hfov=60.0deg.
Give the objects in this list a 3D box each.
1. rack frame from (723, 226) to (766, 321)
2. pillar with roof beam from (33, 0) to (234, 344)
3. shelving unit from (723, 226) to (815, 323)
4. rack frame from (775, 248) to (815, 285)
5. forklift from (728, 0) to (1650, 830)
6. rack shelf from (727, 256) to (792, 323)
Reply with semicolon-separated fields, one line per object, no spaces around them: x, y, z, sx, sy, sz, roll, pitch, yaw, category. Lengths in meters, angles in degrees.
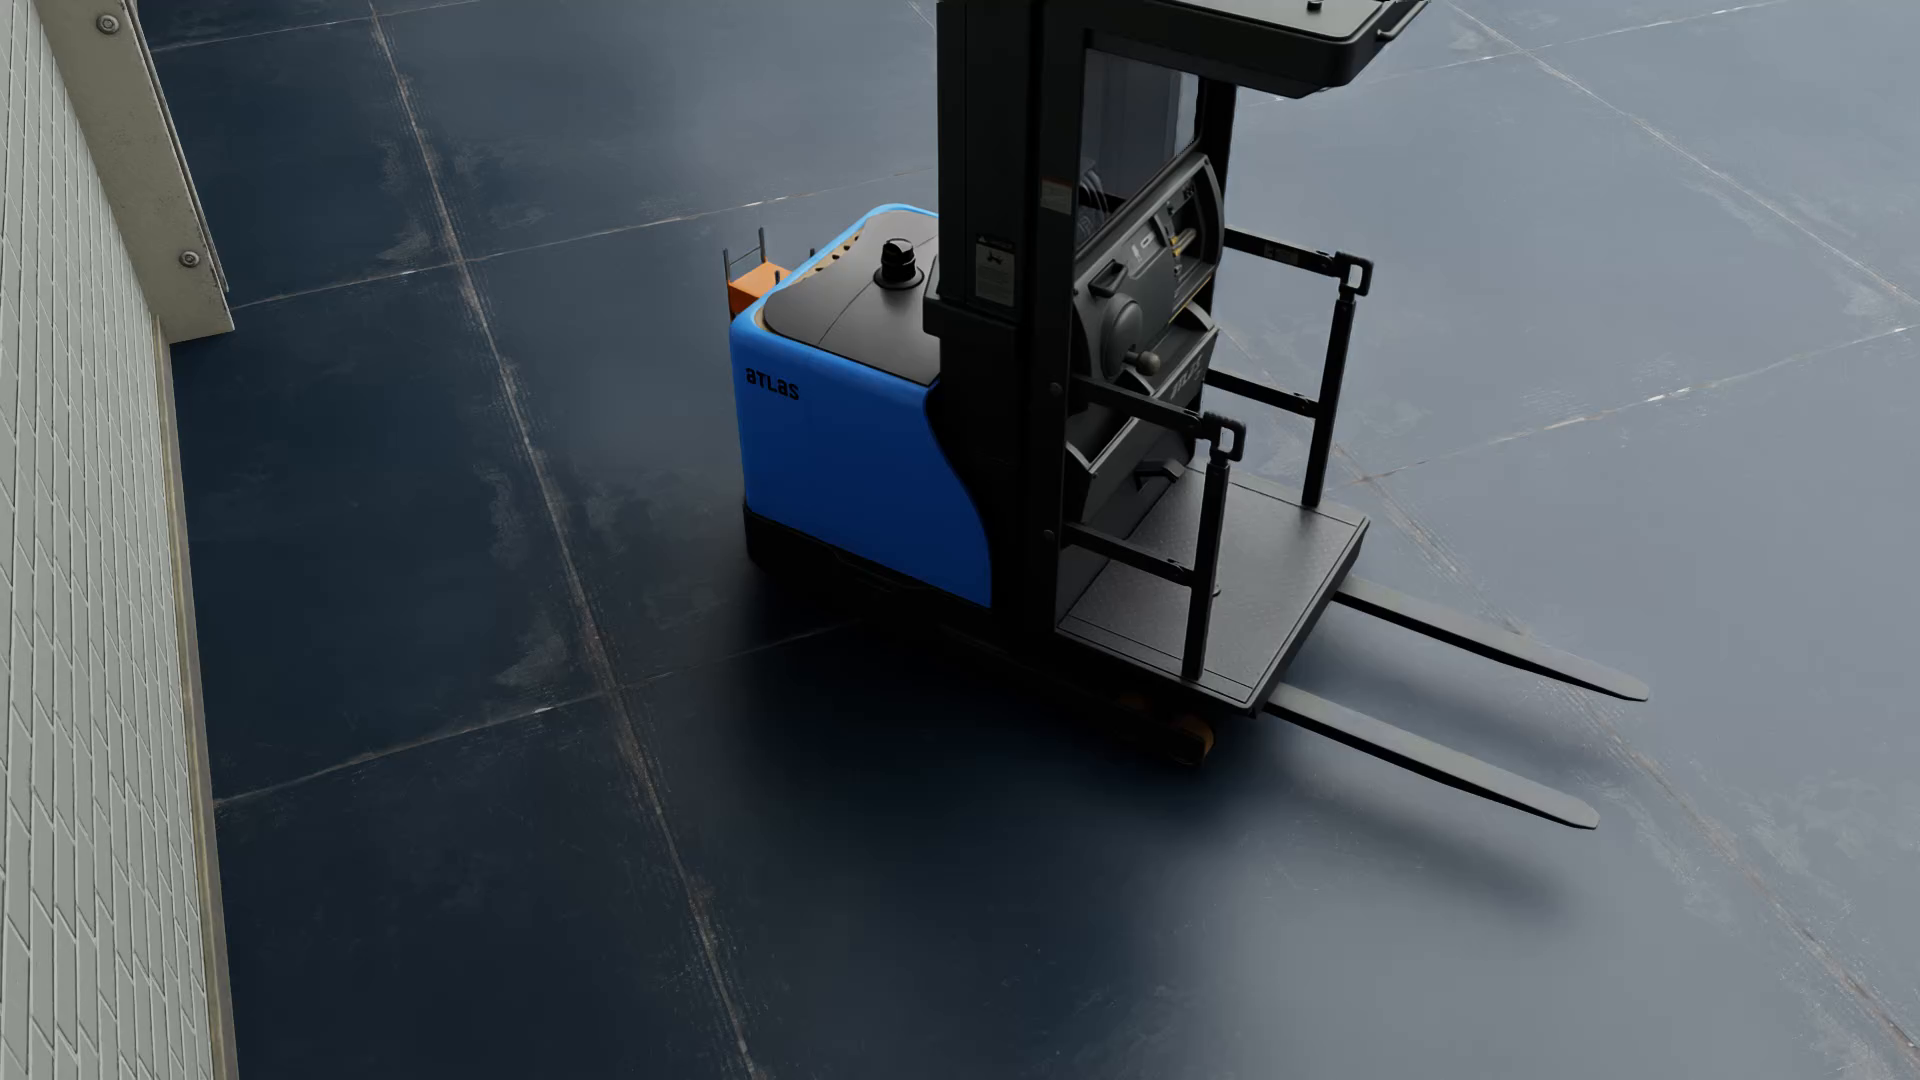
-0.767;-0.670;6.224;0.008;1.050;0.200;27;47;27;rack frame
0.563;-5.490;5.732;9.100;9.000;0.400;-15;43;-17;pillar with roof beam
-0.670;-0.622;6.168;0.252;1.050;0.215;27;47;27;shelving unit
-0.573;-0.574;6.112;0.008;1.050;0.200;27;47;27;rack frame
0.752;-0.781;4.910;3.031;2.935;1.130;21;45;23;forklift
-0.670;-0.829;5.990;0.240;0.259;0.215;27;47;27;rack shelf
